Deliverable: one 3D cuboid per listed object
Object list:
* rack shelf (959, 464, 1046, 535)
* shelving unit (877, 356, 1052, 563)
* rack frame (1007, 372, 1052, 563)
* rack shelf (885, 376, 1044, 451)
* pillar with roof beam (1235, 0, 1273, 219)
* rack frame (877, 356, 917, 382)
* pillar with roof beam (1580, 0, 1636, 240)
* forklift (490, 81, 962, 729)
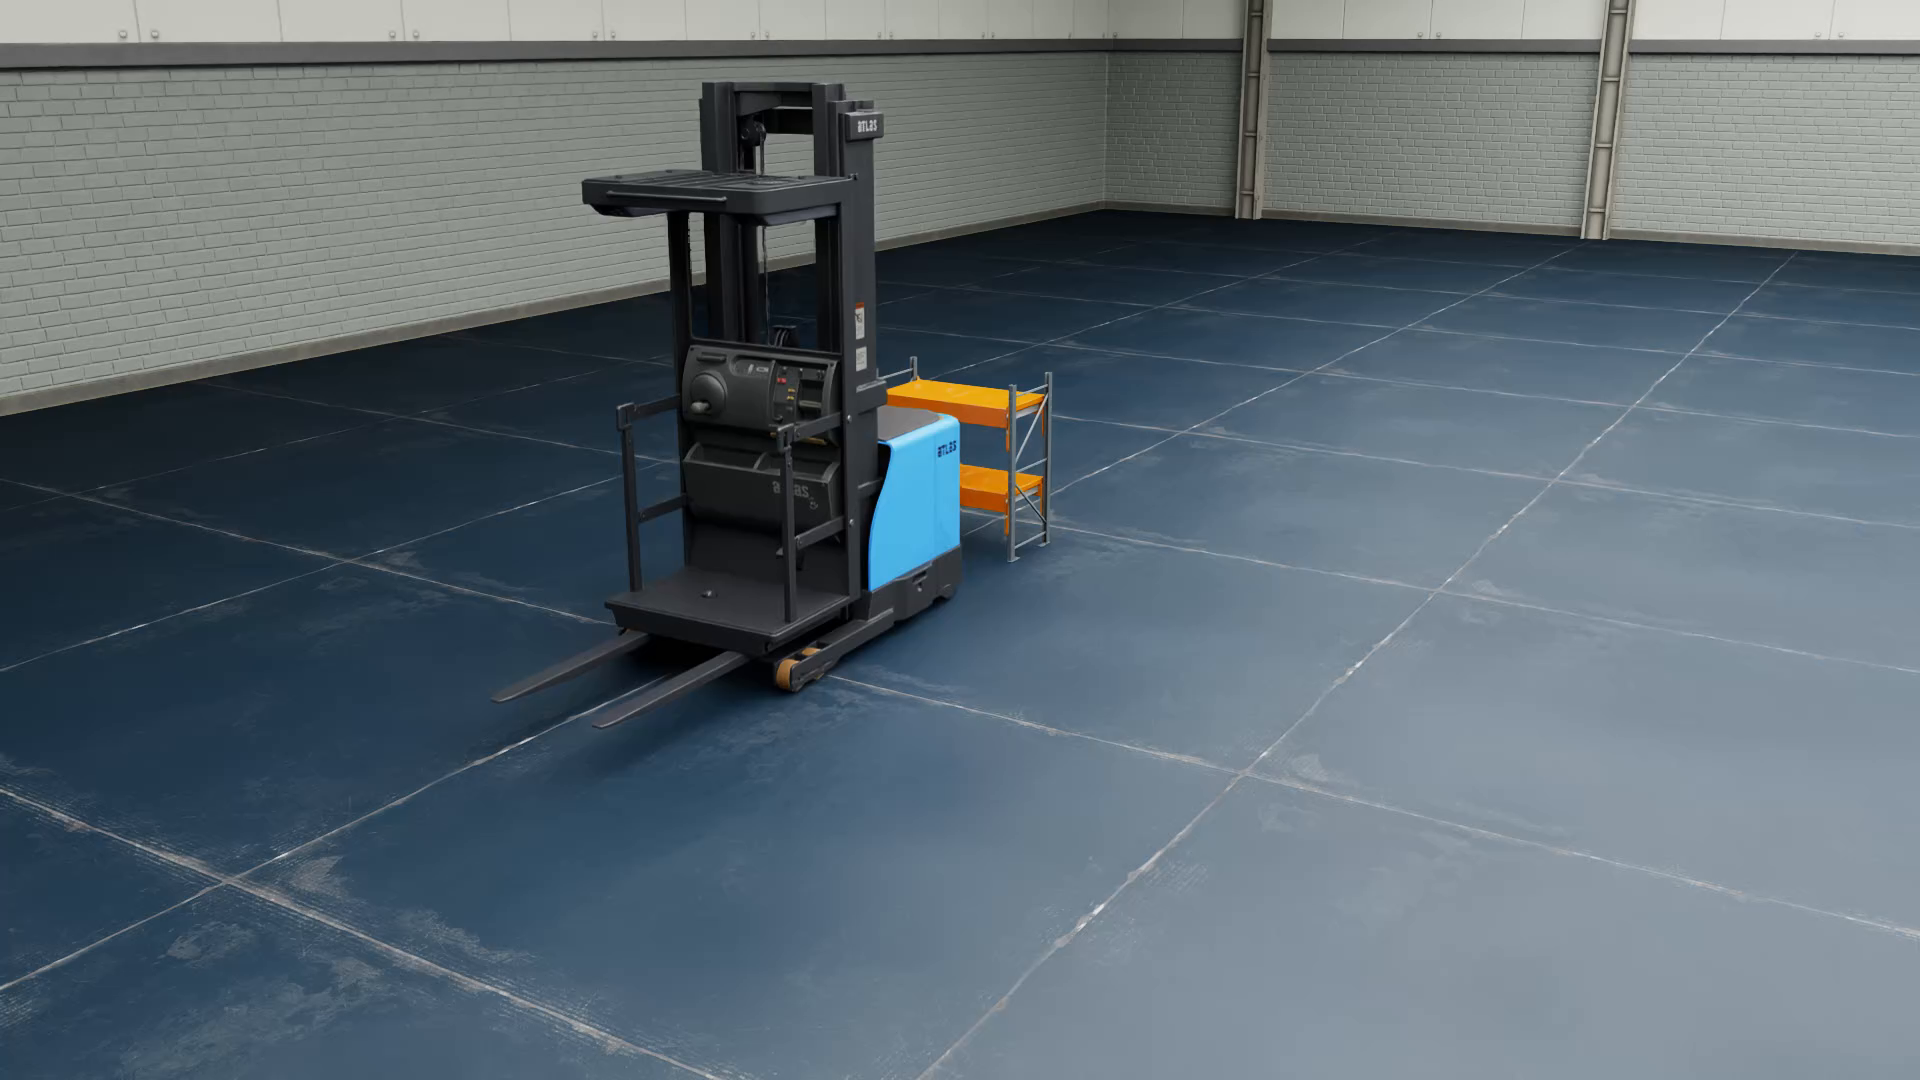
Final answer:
[{"bbox_3d":[0.006,-0.303,10.785,1.000,0.278,0.538,10,20,30],"label":"rack shelf"},{"bbox_3d":[0.006,-0.537,10.714,1.048,1.125,0.538,10,20,30],"label":"shelving unit"},{"bbox_3d":[0.439,-0.460,10.460,0.032,1.125,0.500,10,20,30],"label":"rack frame"},{"bbox_3d":[0.006,-0.817,10.629,1.000,0.278,0.538,10,20,30],"label":"rack shelf"},{"bbox_3d":[2.954,-9.056,25.212,0.400,9.000,9.100,10,20,30],"label":"pillar with roof beam"},{"bbox_3d":[-0.427,-0.615,10.969,0.032,1.125,0.500,10,20,30],"label":"rack frame"},{"bbox_3d":[8.066,-8.143,22.207,0.400,9.000,9.100,10,20,30],"label":"pillar with roof beam"},{"bbox_3d":[-1.146,-0.788,8.431,1.130,2.935,3.031,9,19,28],"label":"forklift"}]
